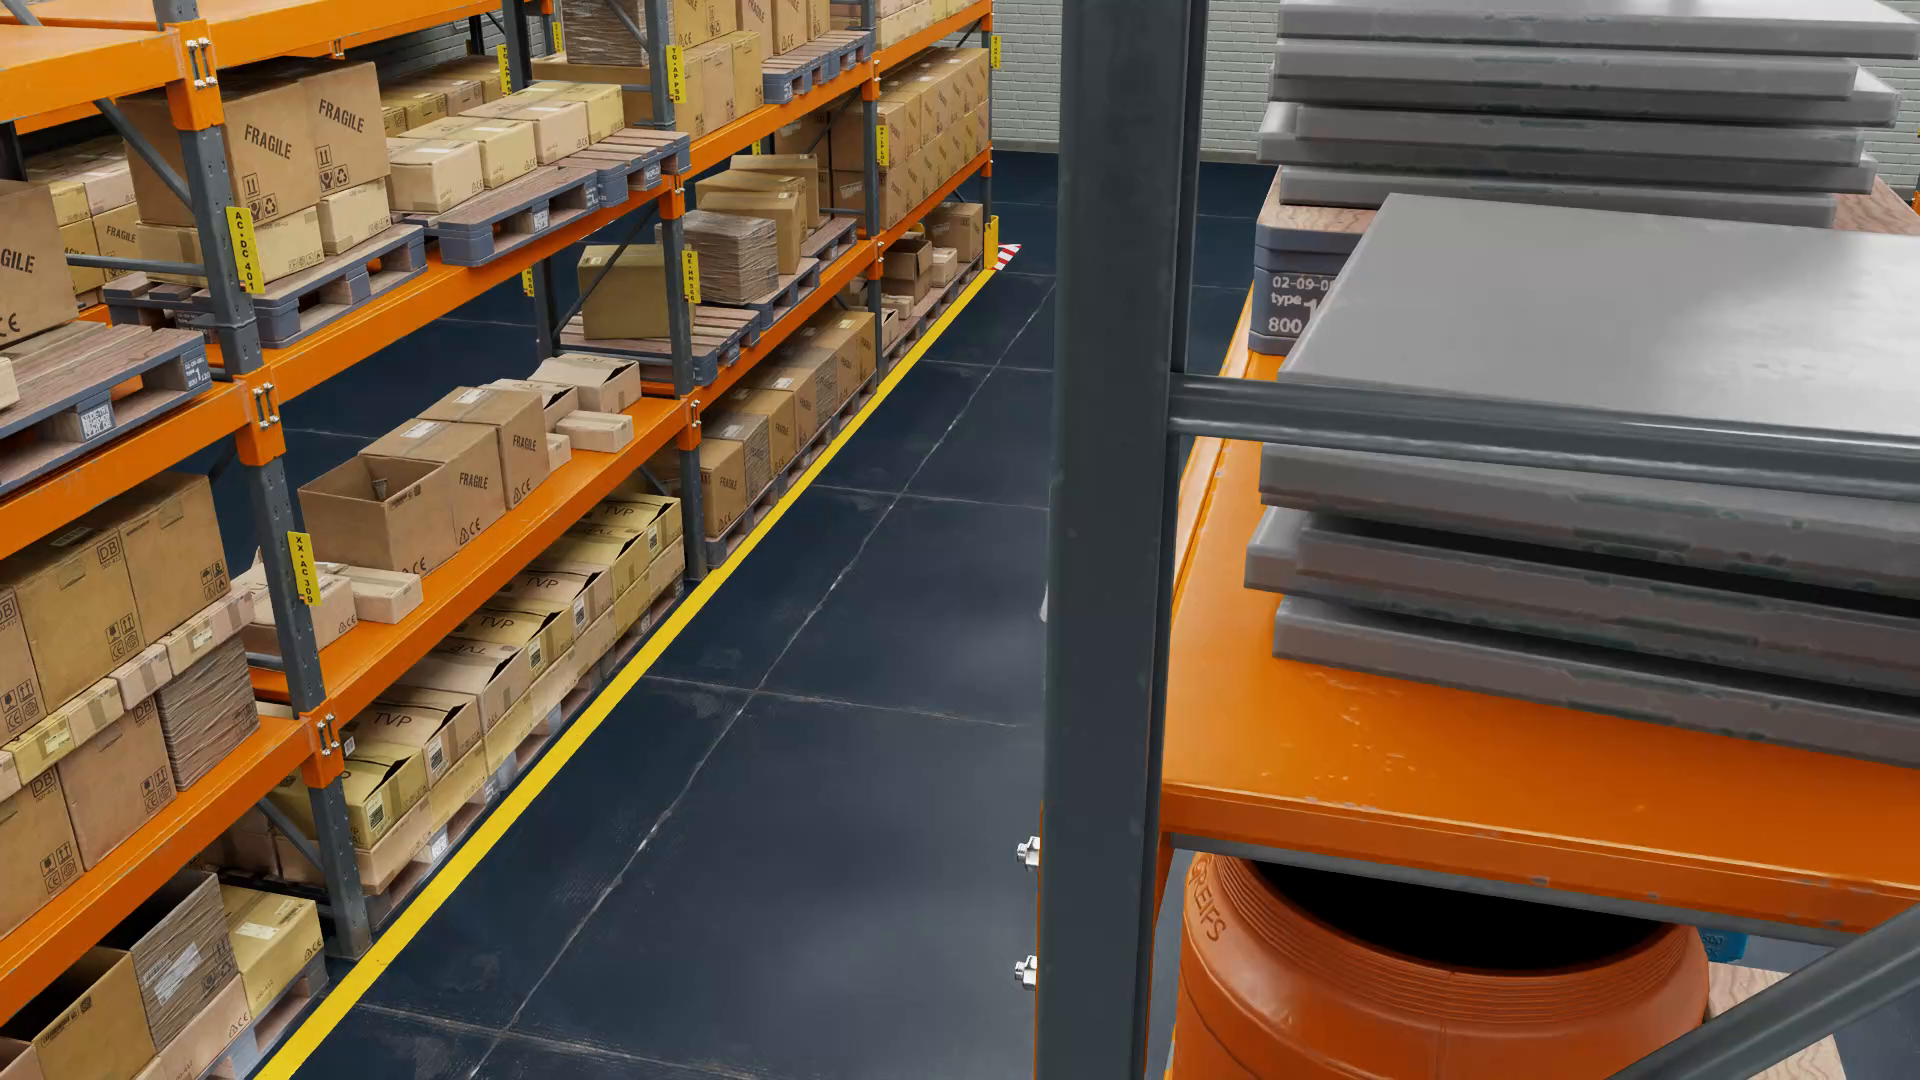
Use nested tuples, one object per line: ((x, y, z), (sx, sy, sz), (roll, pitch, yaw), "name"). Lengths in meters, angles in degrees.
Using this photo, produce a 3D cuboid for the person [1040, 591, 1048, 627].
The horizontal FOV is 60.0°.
((0.872, 0.453, 9.264), (0.833, 1.239, 0.585), (6, 26, 13), "person")
